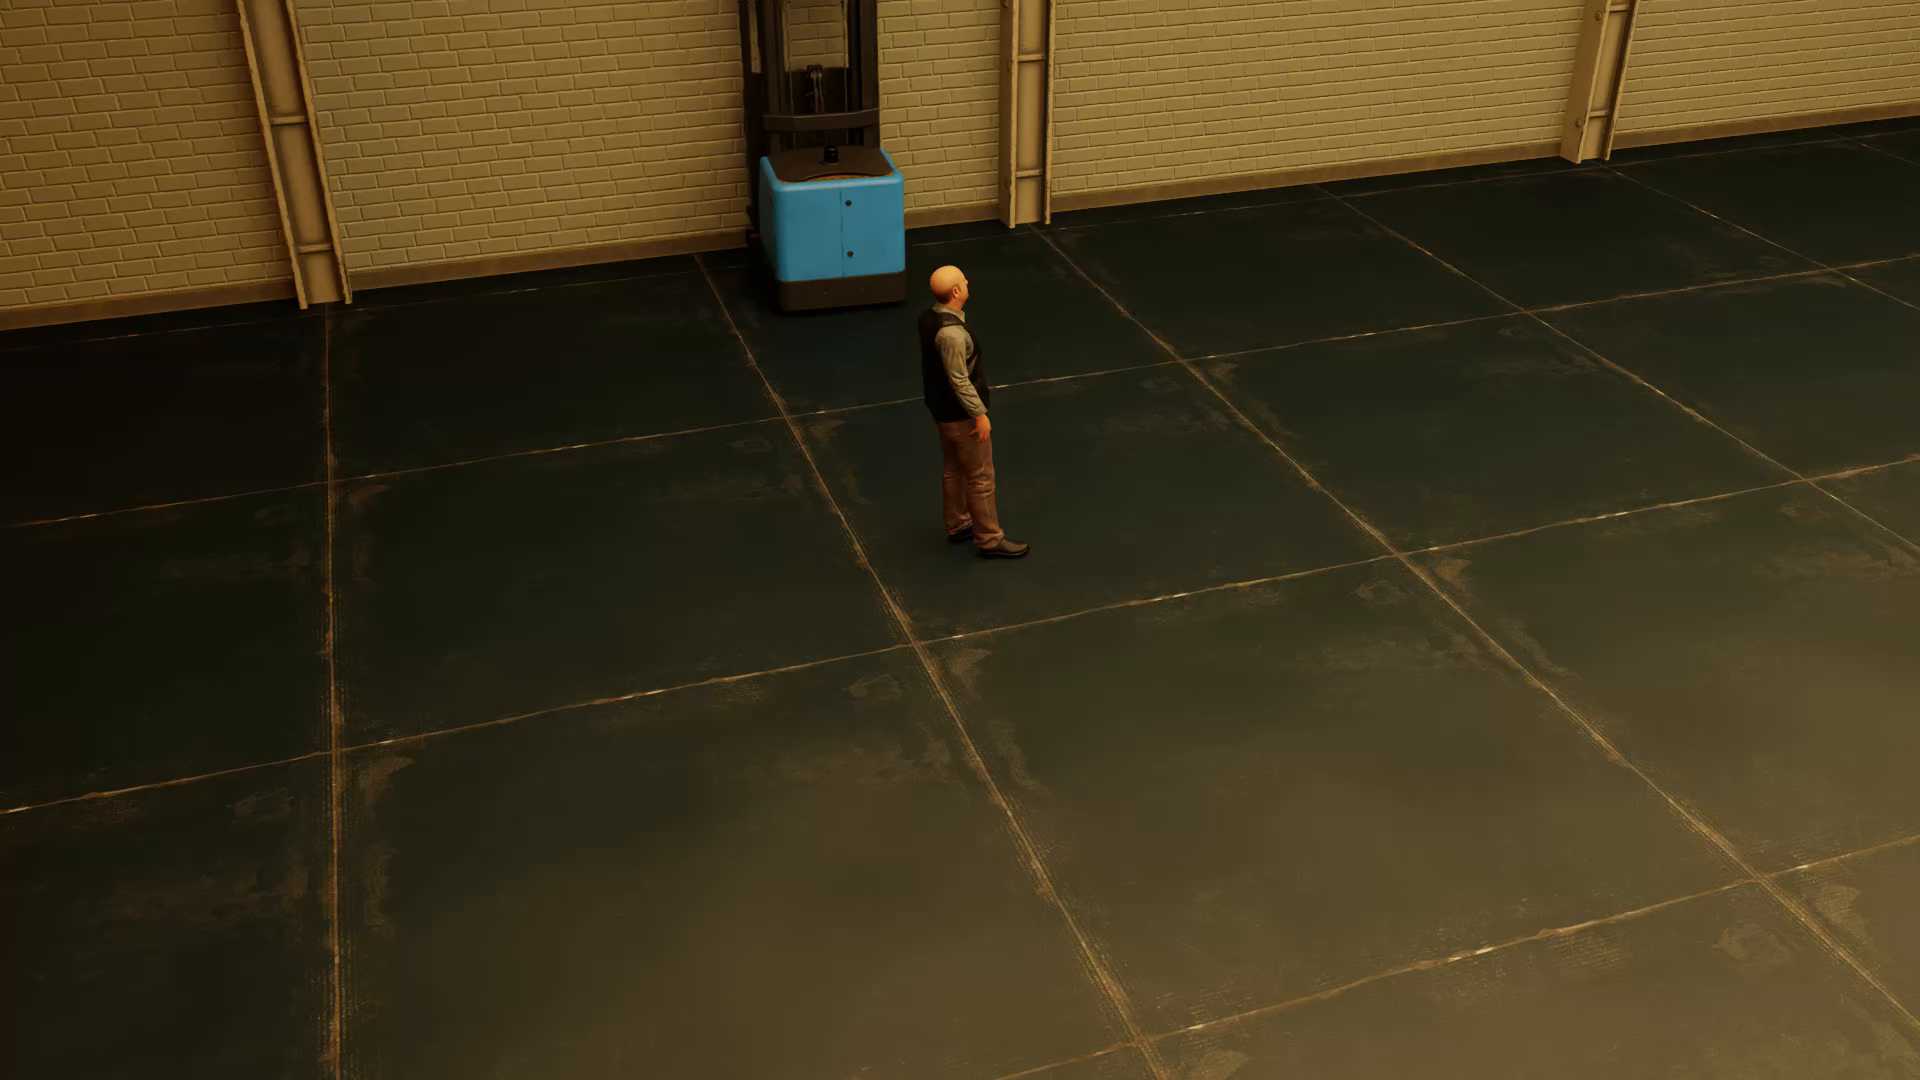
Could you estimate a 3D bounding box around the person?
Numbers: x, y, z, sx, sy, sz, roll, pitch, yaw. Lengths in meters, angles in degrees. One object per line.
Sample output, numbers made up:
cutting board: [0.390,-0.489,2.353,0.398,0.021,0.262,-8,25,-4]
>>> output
person: [0.069,-0.760,9.607,0.551,1.722,0.633,-10,31,-16]

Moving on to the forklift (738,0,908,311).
forklift: [-1.258,-3.779,13.655,1.130,2.935,3.031,-7,31,-12]
